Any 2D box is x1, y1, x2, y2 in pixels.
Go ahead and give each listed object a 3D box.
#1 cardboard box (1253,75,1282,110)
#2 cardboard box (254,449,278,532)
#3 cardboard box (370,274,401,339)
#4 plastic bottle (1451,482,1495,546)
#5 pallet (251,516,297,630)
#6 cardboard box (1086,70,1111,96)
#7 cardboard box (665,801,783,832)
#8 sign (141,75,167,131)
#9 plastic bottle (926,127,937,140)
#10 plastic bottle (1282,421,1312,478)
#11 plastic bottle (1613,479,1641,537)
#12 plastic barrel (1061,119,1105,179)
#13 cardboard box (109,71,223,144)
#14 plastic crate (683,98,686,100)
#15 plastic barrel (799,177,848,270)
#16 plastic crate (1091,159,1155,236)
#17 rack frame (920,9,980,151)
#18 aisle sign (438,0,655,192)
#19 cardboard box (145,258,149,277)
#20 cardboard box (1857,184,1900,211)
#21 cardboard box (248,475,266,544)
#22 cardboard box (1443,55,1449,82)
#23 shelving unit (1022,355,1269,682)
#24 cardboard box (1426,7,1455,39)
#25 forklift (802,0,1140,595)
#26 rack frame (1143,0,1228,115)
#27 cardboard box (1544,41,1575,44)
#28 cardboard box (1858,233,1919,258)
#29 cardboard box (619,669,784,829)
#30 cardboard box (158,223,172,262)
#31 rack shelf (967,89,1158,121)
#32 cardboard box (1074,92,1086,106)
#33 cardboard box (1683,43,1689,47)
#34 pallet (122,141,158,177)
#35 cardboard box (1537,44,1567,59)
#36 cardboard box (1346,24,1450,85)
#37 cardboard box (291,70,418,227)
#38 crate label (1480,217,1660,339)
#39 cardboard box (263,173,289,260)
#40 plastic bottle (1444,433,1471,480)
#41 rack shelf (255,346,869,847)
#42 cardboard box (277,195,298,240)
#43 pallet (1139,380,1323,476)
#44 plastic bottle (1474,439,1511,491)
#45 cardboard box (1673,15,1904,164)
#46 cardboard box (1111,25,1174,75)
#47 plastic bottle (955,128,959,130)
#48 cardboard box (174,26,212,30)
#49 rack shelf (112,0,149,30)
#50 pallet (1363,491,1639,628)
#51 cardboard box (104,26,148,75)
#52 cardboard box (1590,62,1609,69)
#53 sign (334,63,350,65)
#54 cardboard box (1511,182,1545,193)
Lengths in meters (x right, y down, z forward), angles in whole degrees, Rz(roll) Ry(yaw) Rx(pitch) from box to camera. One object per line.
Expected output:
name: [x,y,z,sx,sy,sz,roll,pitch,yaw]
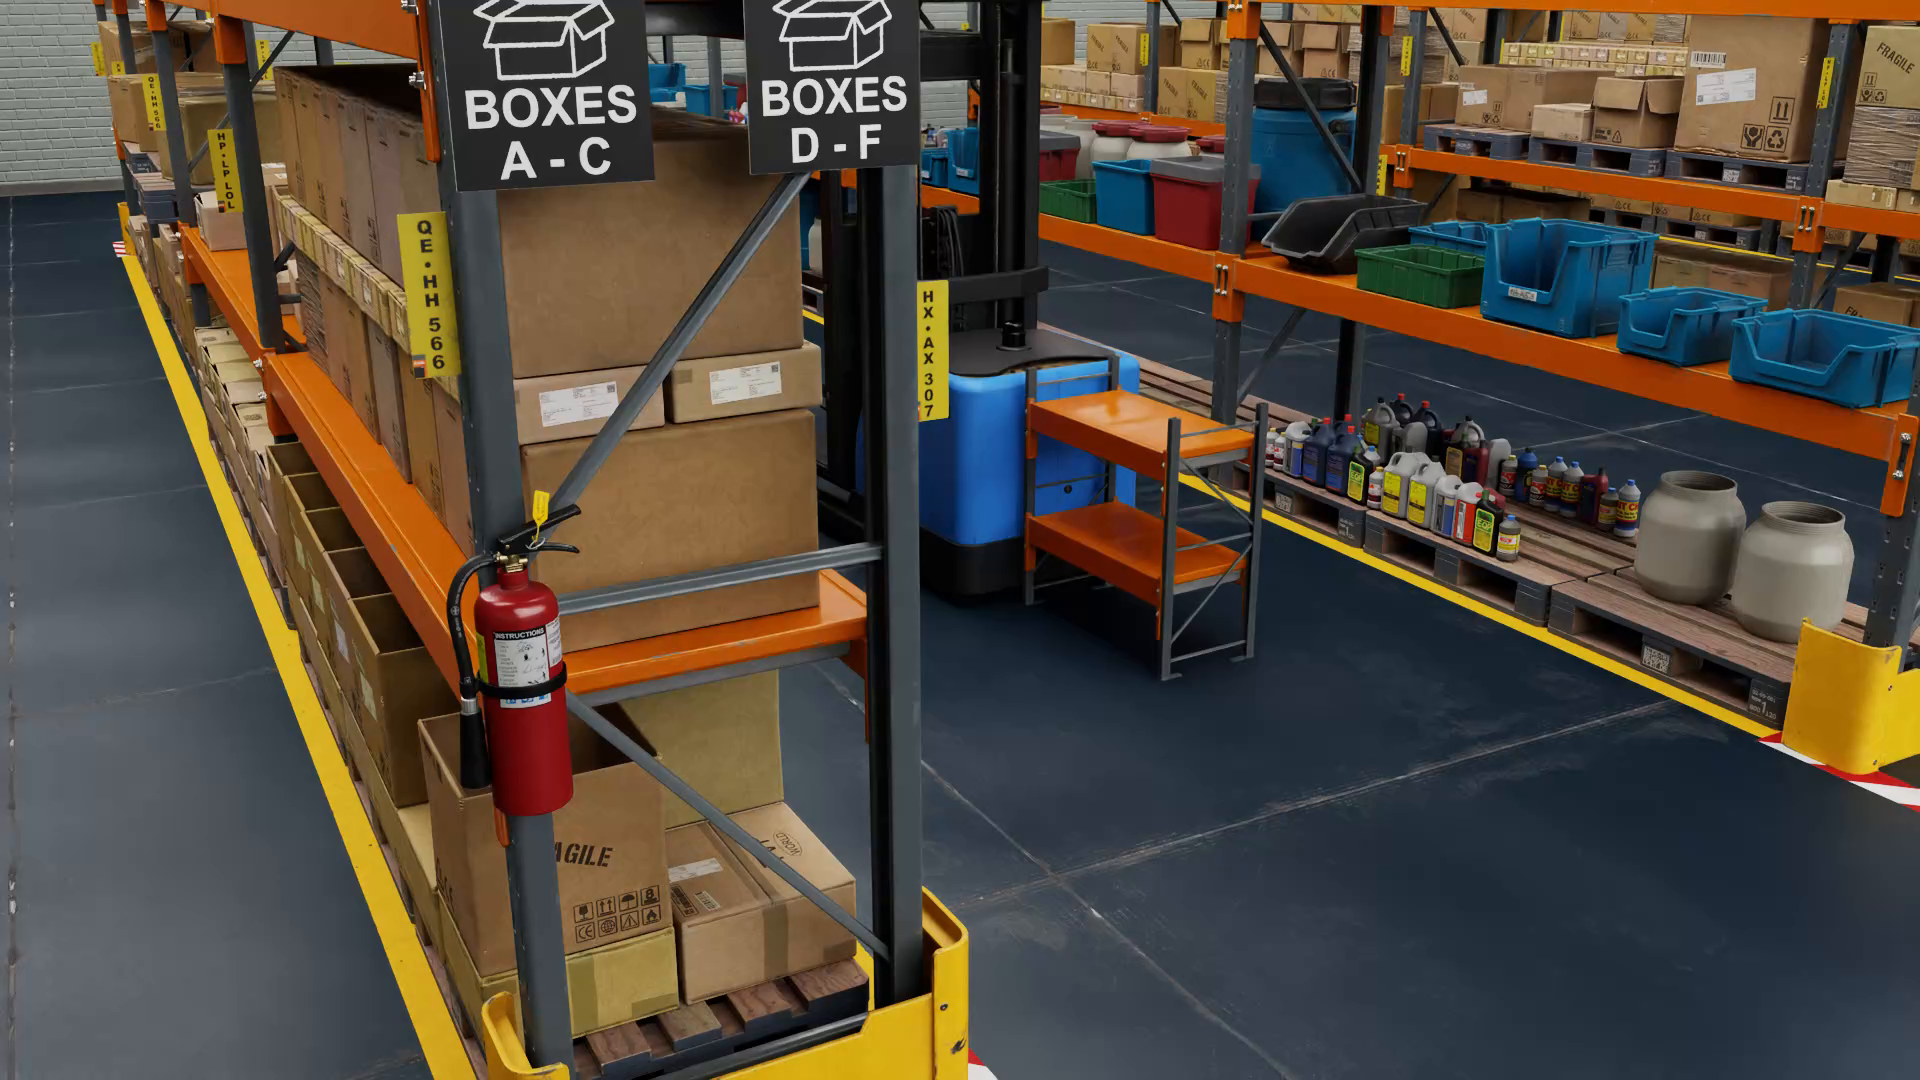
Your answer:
cardboard box: [3.184,-4.324,16.409,0.500,0.500,0.500,-10,21,-26]
cardboard box: [-2.907,-0.288,7.580,0.500,0.311,0.500,-10,21,-27]
cardboard box: [-1.528,-0.710,4.942,0.380,0.149,0.250,-9,21,-25]
plastic bottle: [2.444,-0.127,7.901,0.152,0.276,0.135,-10,21,-26]
pallet: [-2.847,0.060,8.133,1.003,0.211,1.213,-10,21,-27]
cardboard box: [1.770,-5.186,18.837,0.500,0.250,0.500,-9,21,-25]
cardboard box: [-0.863,0.866,5.096,0.500,0.250,0.500,-10,21,-27]
sign: [-4.835,-2.624,9.983,0.100,0.325,0.005,-10,21,-27]
plastic bottle: [-0.226,-3.241,13.624,0.097,0.271,0.097,0,19,0]
plastic bottle: [1.842,-0.491,8.957,0.152,0.276,0.135,-9,21,-25]
plastic bottle: [3.211,-0.157,7.997,0.097,0.271,0.097,0,19,0]
plastic barrel: [0.876,-2.637,11.503,0.421,0.512,0.421,0,19,0]
cardboard box: [-6.233,-3.424,13.159,0.500,0.500,0.700,16,25,39]
plastic crate: [-2.818,-4.717,18.016,0.298,0.136,0.250,-10,21,-27]
plastic barrel: [-1.321,-2.960,15.183,0.600,0.901,0.708,-10,21,-27]
plastic crate: [1.101,-2.080,10.084,0.392,0.384,0.575,-10,21,-27]
rack frame: [-0.001,-2.967,12.631,1.000,3.000,0.127,-10,21,-27]
aisle sign: [-0.790,-1.069,3.145,0.394,0.787,0.004,-10,21,-27]
cardboard box: [-7.013,-2.427,14.764,0.380,0.149,0.250,-10,21,-27]
cardboard box: [6.202,-2.285,11.040,0.380,0.149,0.250,-10,21,-27]
cardboard box: [-3.153,-0.171,8.100,0.500,0.250,0.500,-10,22,-27]
cardboard box: [6.148,-6.054,20.968,0.500,0.500,0.500,-11,22,-28]
shelving unit: [0.777,-0.130,7.282,0.538,1.125,1.048,-11,22,-30]
cardboard box: [6.160,-6.523,20.794,0.500,0.500,0.500,-11,22,-28]
forklift: [-0.328,-1.561,8.662,1.130,2.935,3.031,-11,22,-30]
rack frame: [2.459,-4.882,18.182,1.000,3.000,0.127,-10,21,-27]
cardboard box: [7.234,-5.898,19.954,0.380,0.149,0.250,-9,21,-24]
cardboard box: [9.399,-3.169,16.023,1.050,0.750,0.750,-10,21,-26]
cardboard box: [-0.861,0.511,4.974,0.500,0.500,0.500,-10,21,-27]
cardboard box: [-5.771,-2.266,12.608,0.500,0.250,0.500,-10,21,-27]
rack shelf: [1.509,-5.117,19.963,1.077,0.370,4.000,-10,21,-27]
cardboard box: [1.536,-5.096,19.186,0.380,0.149,0.250,-10,21,-26]
cardboard box: [10.486,-6.705,23.311,0.500,0.500,0.500,-11,22,-28]
pallet: [-5.978,-3.012,13.056,1.003,0.211,1.213,-10,21,-27]
cardboard box: [6.911,-5.645,19.222,0.380,0.149,0.250,-10,21,-26]
cardboard box: [4.025,-4.468,15.290,0.797,0.503,0.637,-9,21,-25]
cardboard box: [-2.005,-1.442,6.069,0.700,0.500,0.500,-10,21,-27]
crate label: [2.686,-1.174,7.380,0.502,0.435,0.616,-10,21,-27]
cardboard box: [-3.301,-1.618,8.568,0.500,0.500,0.500,-10,21,-27]
plastic bottle: [2.624,-0.431,8.773,0.061,0.283,0.133,-10,21,-27]
rack shelf: [-1.513,-0.138,5.537,1.077,0.370,4.000,-10,21,-27]
cardboard box: [-2.505,-1.299,6.651,0.380,0.149,0.250,-10,21,-27]
pallet: [1.491,-0.720,10.394,1.003,0.211,1.213,-10,21,-27]
plastic bottle: [2.776,-0.404,8.704,0.152,0.276,0.135,-10,21,-26]
cardboard box: [6.003,-3.318,12.084,1.000,1.000,1.000,-10,21,-26]
cardboard box: [2.005,-5.397,18.298,0.500,0.500,0.500,-9,21,-25]
plastic bottle: [-0.038,-3.188,13.449,0.061,0.283,0.133,-10,21,-27]
cardboard box: [-6.727,-4.344,14.934,0.500,0.500,0.500,-11,22,-28]
rack shelf: [-5.312,-3.853,11.703,1.077,0.370,4.000,-10,21,-27]
pallet: [2.764,0.049,8.165,1.003,0.211,1.213,-10,21,-27]
cardboard box: [-7.452,-4.410,15.127,0.500,0.500,0.500,-10,22,-27]
cardboard box: [7.281,-5.282,18.625,0.380,0.149,0.250,-10,22,-28]
sign: [-3.875,-2.835,10.474,0.100,0.325,0.005,-10,21,-27]
cardboard box: [6.989,-4.385,19.930,0.500,0.500,0.500,-9,21,-25]
